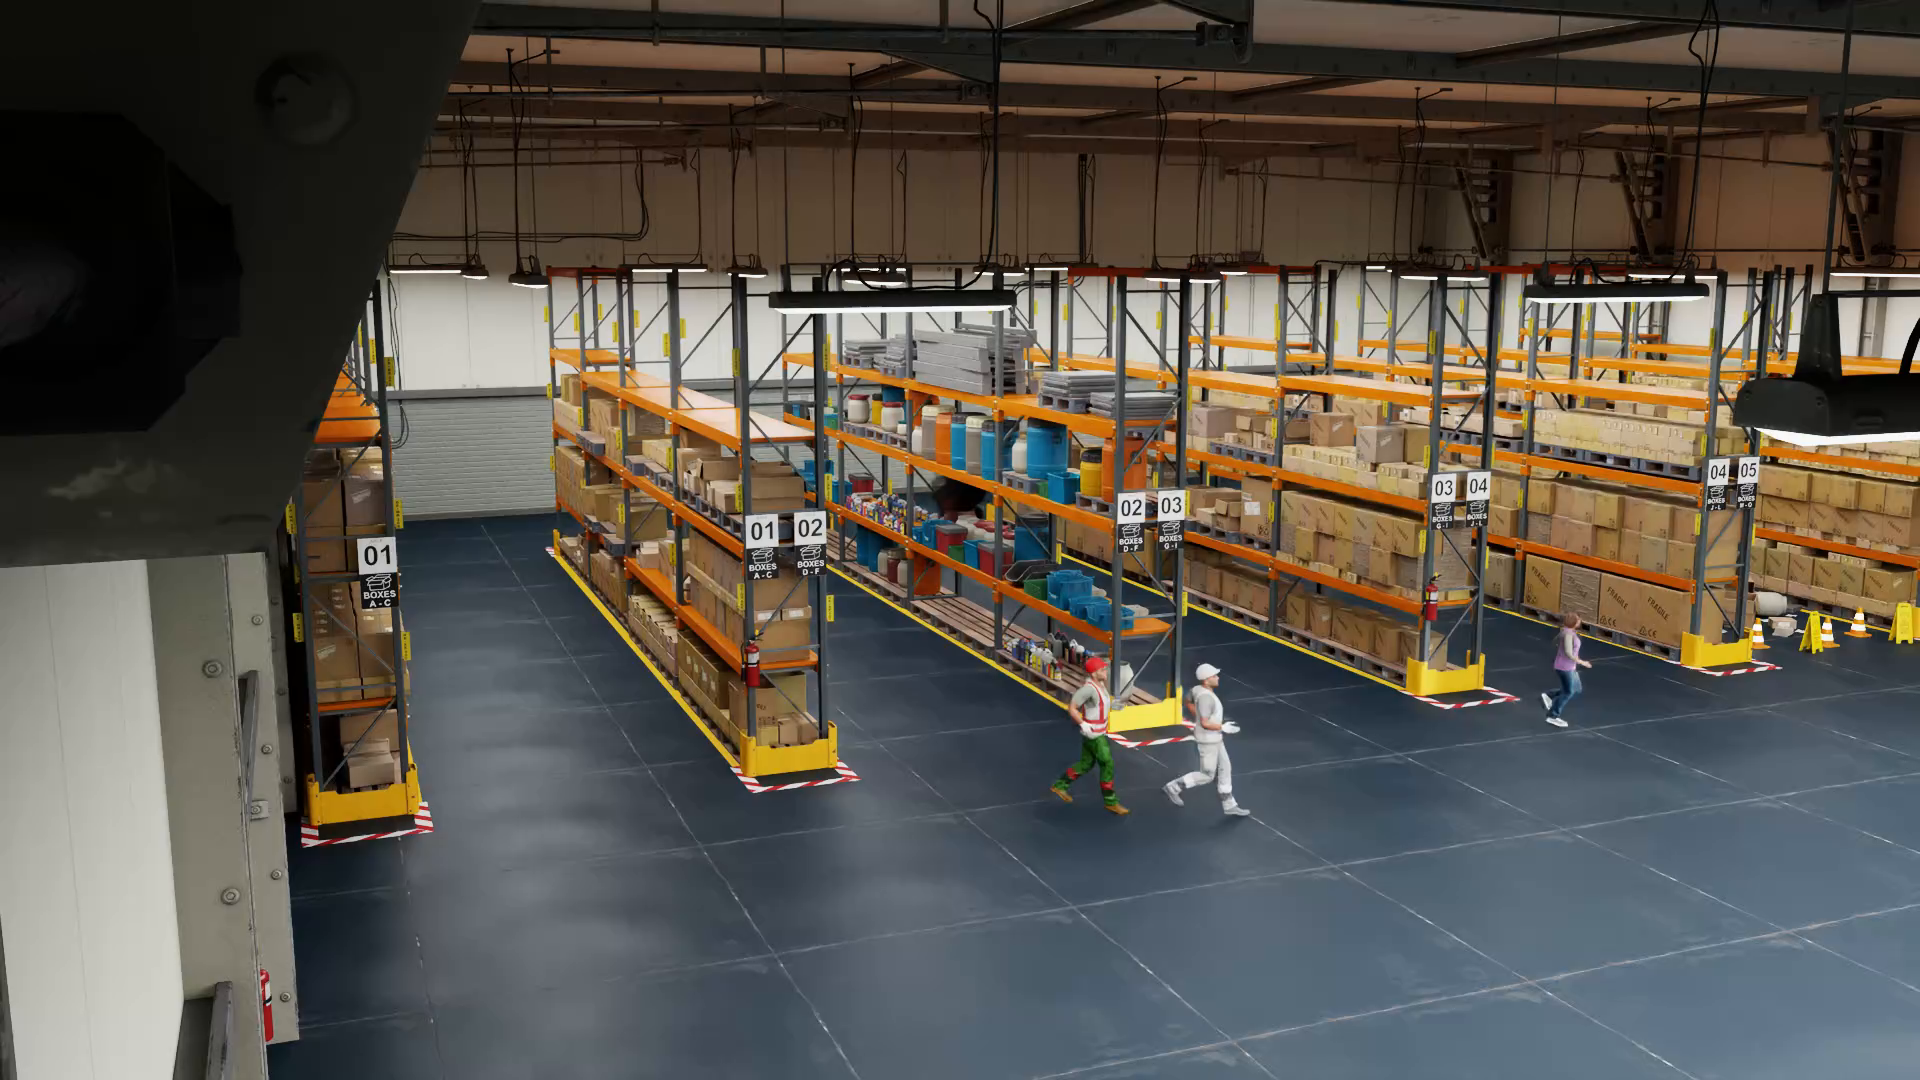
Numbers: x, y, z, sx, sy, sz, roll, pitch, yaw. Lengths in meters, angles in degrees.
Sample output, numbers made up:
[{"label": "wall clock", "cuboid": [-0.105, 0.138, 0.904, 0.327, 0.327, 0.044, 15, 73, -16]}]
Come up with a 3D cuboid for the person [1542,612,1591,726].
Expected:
[{"label": "person", "cuboid": [8.163, 1.724, 22.360, 0.604, 1.565, 0.578, 3, 10, 19]}]

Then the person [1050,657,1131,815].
[{"label": "person", "cuboid": [1.490, 2.198, 18.860, 0.928, 1.803, 0.633, 2, 10, 10]}]

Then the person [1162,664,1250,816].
[{"label": "person", "cuboid": [2.784, 2.243, 18.679, 0.993, 1.760, 0.672, 1, 10, 6]}]
